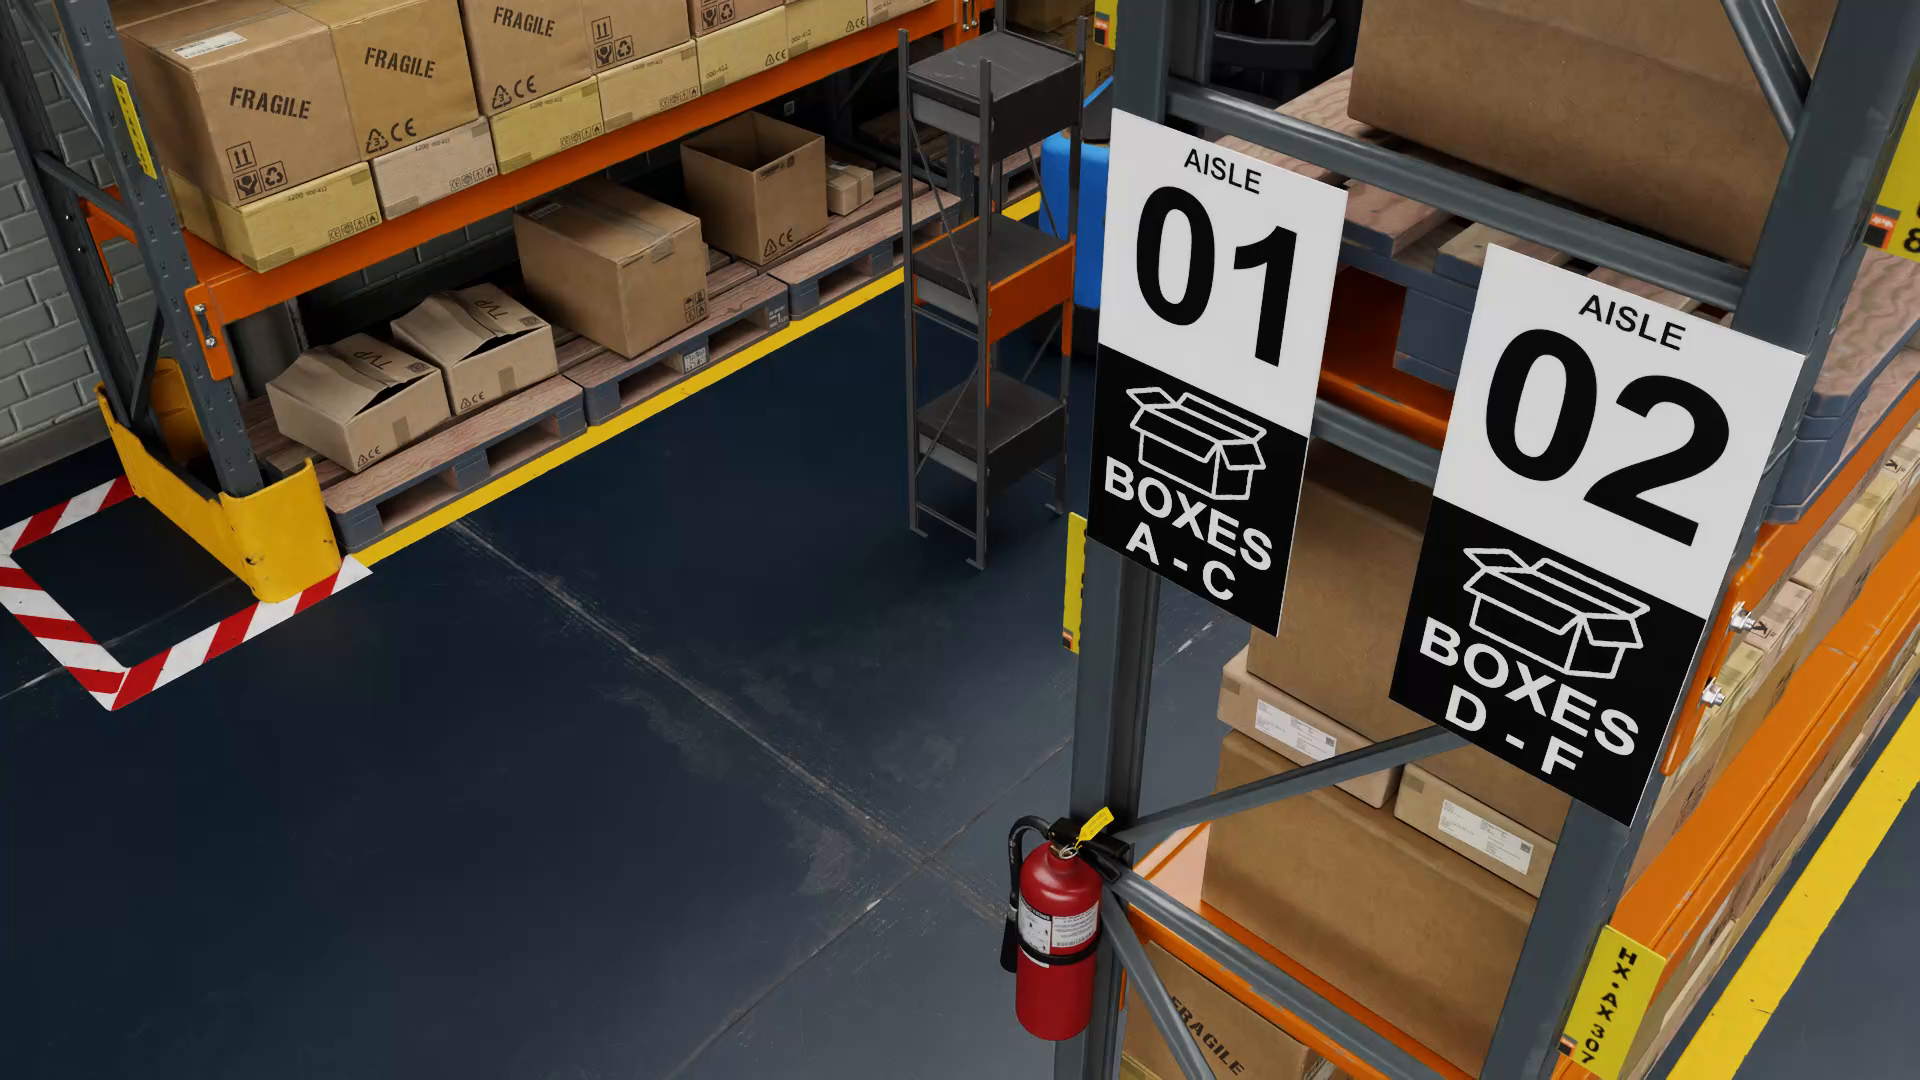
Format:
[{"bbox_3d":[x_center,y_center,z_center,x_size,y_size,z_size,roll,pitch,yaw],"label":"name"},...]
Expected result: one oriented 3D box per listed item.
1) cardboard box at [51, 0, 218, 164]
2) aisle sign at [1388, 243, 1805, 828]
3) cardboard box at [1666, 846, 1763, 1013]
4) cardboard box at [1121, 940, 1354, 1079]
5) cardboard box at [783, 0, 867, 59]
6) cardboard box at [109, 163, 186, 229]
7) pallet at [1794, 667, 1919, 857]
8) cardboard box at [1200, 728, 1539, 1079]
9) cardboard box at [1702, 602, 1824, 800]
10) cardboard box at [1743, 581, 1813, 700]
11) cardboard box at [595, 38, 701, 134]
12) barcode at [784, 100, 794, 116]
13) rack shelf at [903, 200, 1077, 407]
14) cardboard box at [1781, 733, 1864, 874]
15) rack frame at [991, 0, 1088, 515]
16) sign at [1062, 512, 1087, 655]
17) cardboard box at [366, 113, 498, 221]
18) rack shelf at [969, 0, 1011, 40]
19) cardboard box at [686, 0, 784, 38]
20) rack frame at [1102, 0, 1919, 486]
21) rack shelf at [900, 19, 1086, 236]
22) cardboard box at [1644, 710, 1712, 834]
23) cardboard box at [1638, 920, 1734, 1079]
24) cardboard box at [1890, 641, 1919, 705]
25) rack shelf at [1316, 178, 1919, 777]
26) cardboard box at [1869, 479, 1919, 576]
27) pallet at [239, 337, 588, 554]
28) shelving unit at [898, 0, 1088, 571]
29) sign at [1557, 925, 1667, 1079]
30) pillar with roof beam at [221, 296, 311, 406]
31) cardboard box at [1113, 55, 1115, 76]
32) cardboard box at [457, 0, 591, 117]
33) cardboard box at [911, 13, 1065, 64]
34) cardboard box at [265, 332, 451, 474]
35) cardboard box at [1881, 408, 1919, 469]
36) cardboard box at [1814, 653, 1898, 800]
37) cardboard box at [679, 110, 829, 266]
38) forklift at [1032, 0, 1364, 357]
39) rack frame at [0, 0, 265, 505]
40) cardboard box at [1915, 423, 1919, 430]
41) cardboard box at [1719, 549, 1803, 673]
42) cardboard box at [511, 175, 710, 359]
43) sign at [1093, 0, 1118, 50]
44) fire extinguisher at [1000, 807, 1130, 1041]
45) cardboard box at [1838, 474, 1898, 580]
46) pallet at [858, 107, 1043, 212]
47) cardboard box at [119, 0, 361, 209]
[{"bbox_3d":[-2.870,-1.750,6.042,0.500,0.500,0.500,29,47,31],"label":"cardboard box"},{"bbox_3d":[0.810,0.018,2.228,0.394,0.787,0.004,30,47,32],"label":"aisle sign"},{"bbox_3d":[1.818,0.877,4.507,0.500,0.500,0.500,30,47,32],"label":"cardboard box"},{"bbox_3d":[0.770,1.124,4.196,0.500,0.500,0.500,30,47,32],"label":"cardboard box"},{"bbox_3d":[-0.771,-2.418,7.485,0.500,0.250,0.500,30,47,32],"label":"cardboard box"},{"bbox_3d":[-2.859,-1.446,6.263,0.500,0.250,0.500,30,48,32],"label":"cardboard box"},{"bbox_3d":[2.759,0.479,5.978,1.003,0.211,1.213,30,47,32],"label":"pallet"},{"bbox_3d":[0.952,0.629,3.469,0.700,0.500,0.500,30,47,32],"label":"cardboard box"},{"bbox_3d":[1.642,0.160,4.059,0.700,0.500,0.500,30,47,32],"label":"cardboard box"},{"bbox_3d":[1.569,0.143,3.559,0.380,0.149,0.250,29,47,31],"label":"cardboard box"},{"bbox_3d":[-1.437,-1.949,6.895,0.500,0.250,0.500,30,47,32],"label":"cardboard box"},{"bbox_3d":[-0.874,-2.211,8.518,0.001,0.075,0.075,30,47,32],"label":"barcode"},{"bbox_3d":[0.112,-0.887,6.201,0.431,0.518,0.480,30,47,32],"label":"rack shelf"},{"bbox_3d":[2.504,0.718,5.309,0.500,0.250,0.500,30,47,32],"label":"cardboard box"},{"bbox_3d":[0.276,-1.010,6.333,0.400,2.100,0.015,30,47,32],"label":"rack frame"},{"bbox_3d":[0.237,0.097,3.097,0.100,0.325,0.005,30,47,32],"label":"sign"},{"bbox_3d":[-2.128,-1.486,6.313,0.500,0.250,0.500,28,46,31],"label":"cardboard box"},{"bbox_3d":[1.017,-3.676,9.541,1.077,0.370,4.000,30,47,32],"label":"rack shelf"},{"bbox_3d":[-1.104,-2.476,6.956,0.500,0.500,0.500,28,46,31],"label":"cardboard box"},{"bbox_3d":[0.628,-1.471,1.370,1.000,3.000,0.127,30,47,32],"label":"rack frame"},{"bbox_3d":[0.112,-1.435,5.765,0.431,0.518,0.480,30,47,32],"label":"rack shelf"},{"bbox_3d":[1.228,0.372,3.271,0.380,0.149,0.250,28,46,31],"label":"cardboard box"},{"bbox_3d":[1.826,1.175,4.734,0.500,0.250,0.500,30,47,32],"label":"cardboard box"},{"bbox_3d":[3.175,0.256,5.890,0.500,0.250,0.500,30,47,32],"label":"cardboard box"},{"bbox_3d":[1.977,-0.934,3.683,1.077,0.370,4.000,30,47,32],"label":"rack shelf"},{"bbox_3d":[2.339,-0.319,4.661,0.700,0.500,0.500,30,48,32],"label":"cardboard box"},{"bbox_3d":[-2.406,-0.503,7.213,1.003,0.211,1.213,30,47,32],"label":"pallet"},{"bbox_3d":[0.112,-0.898,6.192,0.431,2.100,0.503,30,47,32],"label":"shelving unit"},{"bbox_3d":[1.033,0.743,2.646,0.100,0.325,0.005,30,47,32],"label":"sign"},{"bbox_3d":[-0.020,-2.427,2.571,9.100,9.000,0.400,30,47,32],"label":"pillar with roof beam"},{"bbox_3d":[0.837,-3.054,9.835,0.700,0.500,0.500,30,47,32],"label":"cardboard box"},{"bbox_3d":[-1.793,-1.995,6.350,0.500,0.500,0.500,28,46,31],"label":"cardboard box"},{"bbox_3d":[0.152,-2.578,9.237,0.700,0.500,0.500,31,48,33],"label":"cardboard box"},{"bbox_3d":[-2.498,-0.601,6.903,0.500,0.311,0.500,24,44,27],"label":"cardboard box"},{"bbox_3d":[2.016,-0.609,3.983,0.700,0.500,0.500,30,47,32],"label":"cardboard box"},{"bbox_3d":[2.494,0.419,5.083,0.500,0.500,0.500,30,47,32],"label":"cardboard box"},{"bbox_3d":[-1.003,-1.739,8.182,0.500,0.500,0.500,26,45,29],"label":"cardboard box"},{"bbox_3d":[1.463,-2.734,7.833,1.130,2.935,3.031,18,42,21],"label":"forklift"},{"bbox_3d":[-3.031,-1.201,5.851,1.000,3.000,0.127,30,47,32],"label":"rack frame"},{"bbox_3d":[2.266,-0.333,4.157,0.380,0.149,0.250,31,48,33],"label":"cardboard box"},{"bbox_3d":[1.339,-0.147,3.402,0.700,0.500,0.500,28,46,31],"label":"cardboard box"},{"bbox_3d":[-1.582,-1.253,7.571,0.700,0.500,0.500,27,46,29],"label":"cardboard box"},{"bbox_3d":[0.237,-0.847,2.347,0.100,0.325,0.005,30,47,32],"label":"sign"},{"bbox_3d":[0.205,0.767,3.438,0.296,0.674,0.183,30,47,32],"label":"fire extinguisher"},{"bbox_3d":[1.919,-0.098,3.862,0.380,0.149,0.250,29,47,31],"label":"cardboard box"},{"bbox_3d":[0.191,-2.306,9.480,1.003,0.211,1.213,30,47,32],"label":"pallet"},{"bbox_3d":[-2.487,-1.537,5.775,0.500,0.500,0.500,30,47,32],"label":"cardboard box"}]
